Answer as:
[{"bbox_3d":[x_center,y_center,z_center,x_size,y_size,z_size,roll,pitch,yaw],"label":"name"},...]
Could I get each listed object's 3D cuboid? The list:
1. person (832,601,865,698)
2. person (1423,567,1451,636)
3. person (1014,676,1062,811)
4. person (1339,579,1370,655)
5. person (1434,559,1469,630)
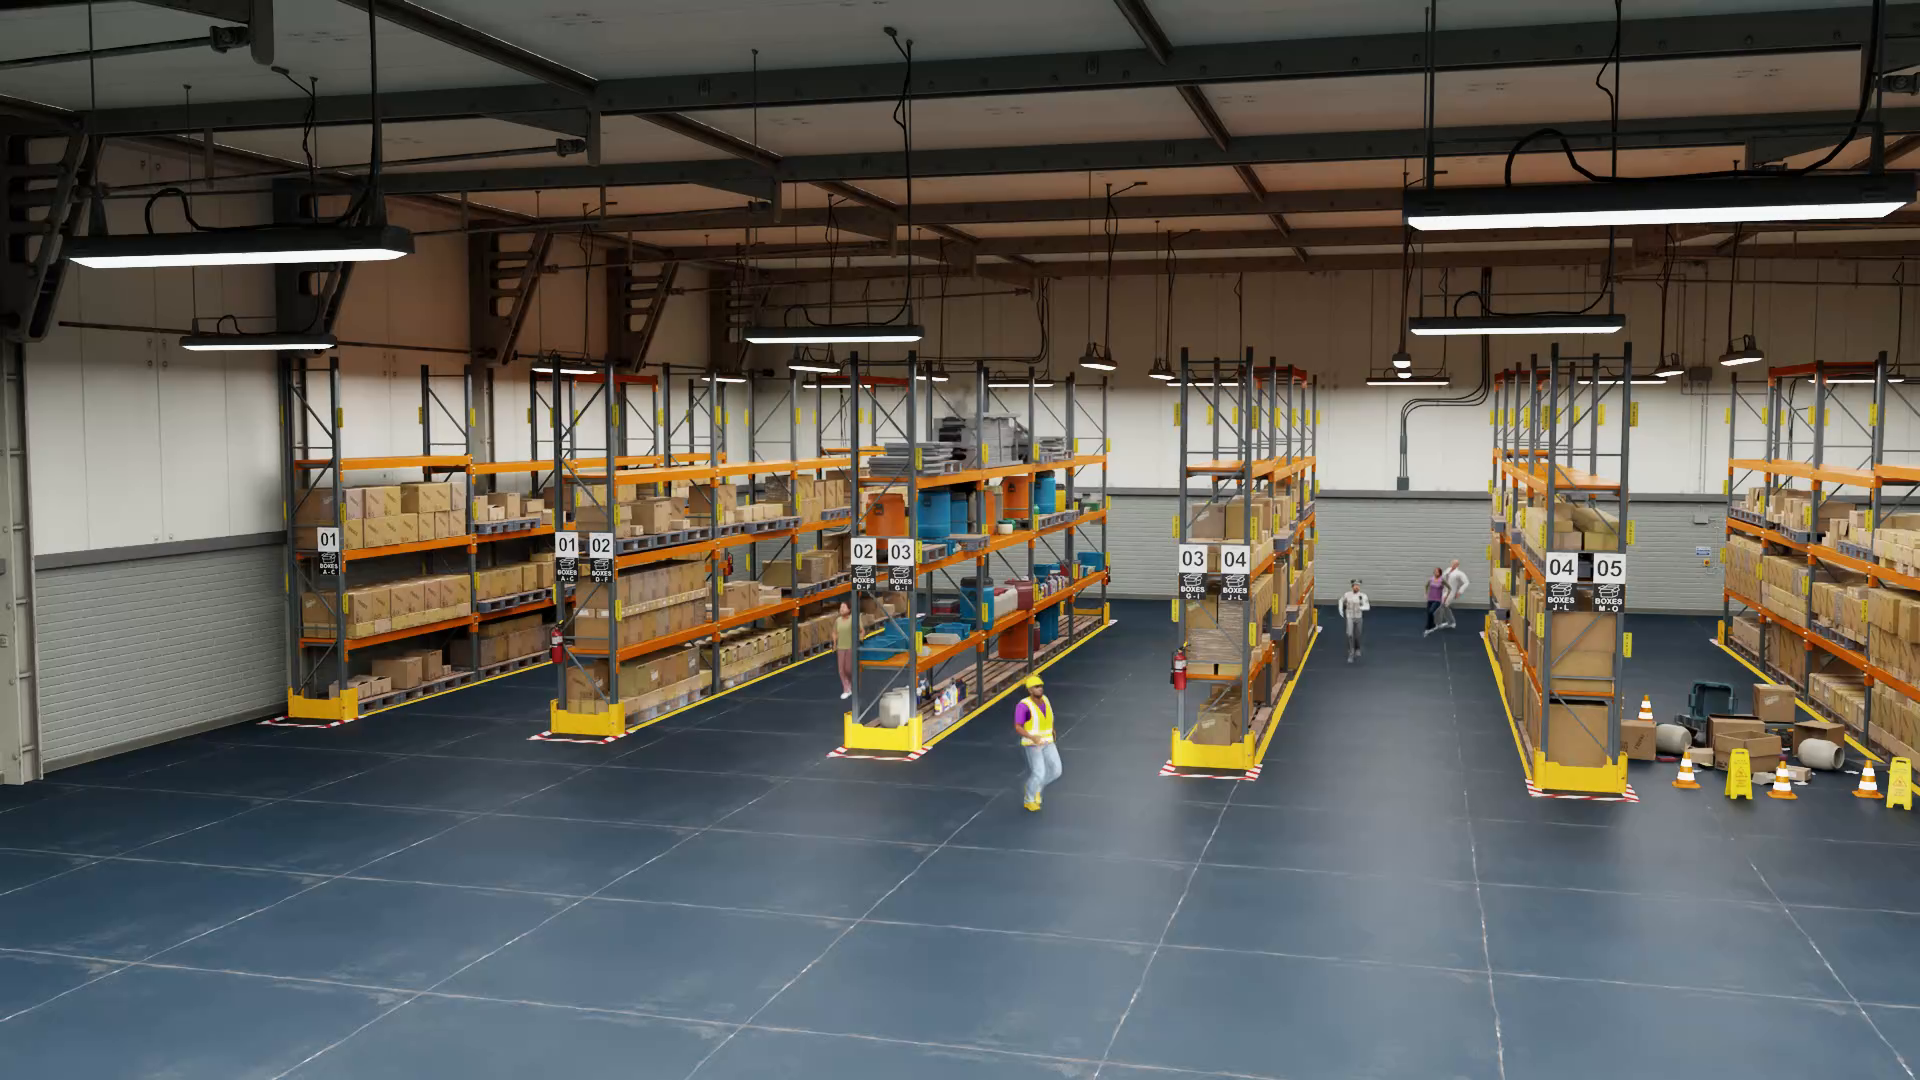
[{"bbox_3d":[-1.914,1.860,28.207,0.580,1.627,0.547,1,4,18],"label":"person"},{"bbox_3d":[10.939,1.415,38.238,0.628,1.600,0.607,-4,6,-44],"label":"person"},{"bbox_3d":[1.018,2.587,21.155,0.711,1.722,0.533,-4,6,-41],"label":"person"},{"bbox_3d":[8.135,1.576,34.322,0.618,1.565,0.726,1,4,12],"label":"person"},{"bbox_3d":[11.473,1.297,39.193,0.815,1.737,0.820,0,4,-3],"label":"person"}]
